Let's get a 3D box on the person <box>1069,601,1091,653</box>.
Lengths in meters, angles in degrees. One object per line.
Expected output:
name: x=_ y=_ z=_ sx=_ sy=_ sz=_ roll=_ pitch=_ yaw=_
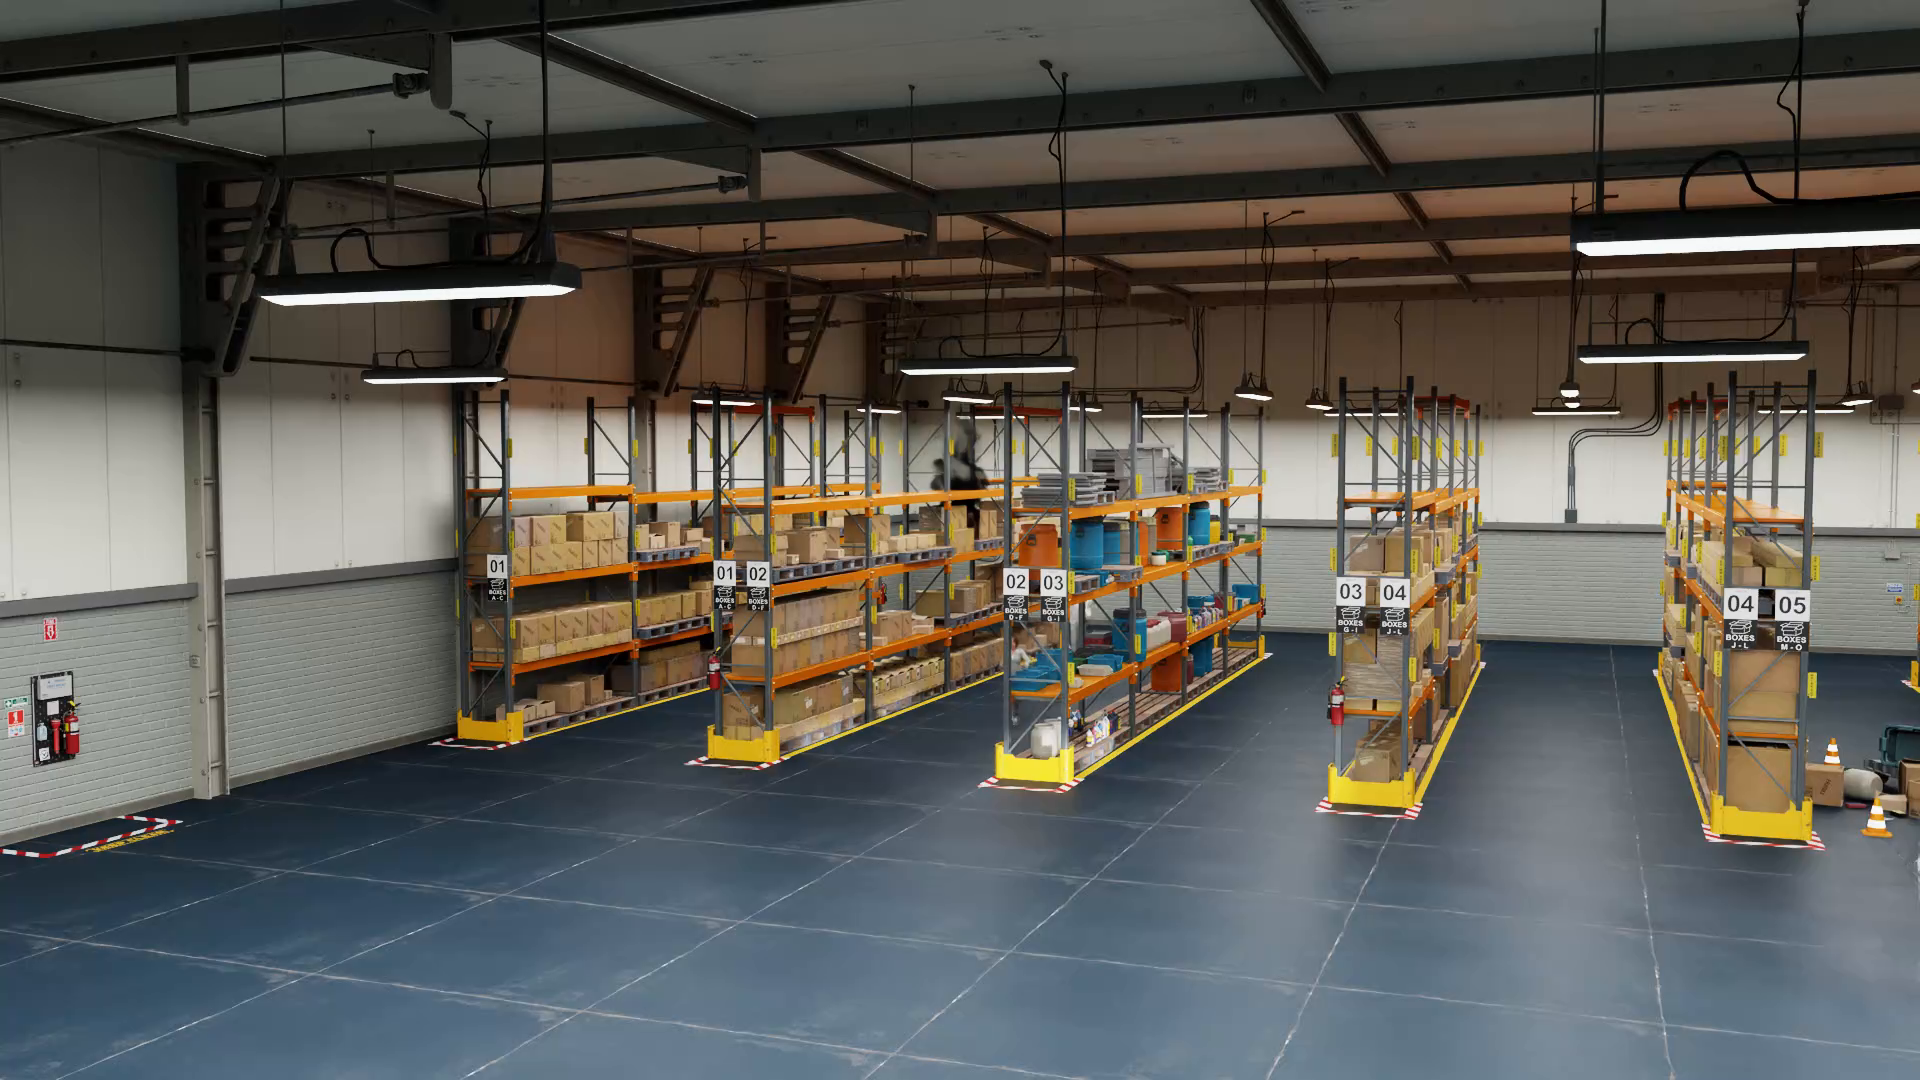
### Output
person: x=2.559 y=1.867 z=36.472 sx=0.626 sy=1.677 sz=0.766 roll=1 pitch=3 yaw=11

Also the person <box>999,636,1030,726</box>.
person: x=0.965 y=2.543 z=30.122 sx=0.514 sy=1.624 sz=0.661 roll=1 pitch=3 yaw=16
